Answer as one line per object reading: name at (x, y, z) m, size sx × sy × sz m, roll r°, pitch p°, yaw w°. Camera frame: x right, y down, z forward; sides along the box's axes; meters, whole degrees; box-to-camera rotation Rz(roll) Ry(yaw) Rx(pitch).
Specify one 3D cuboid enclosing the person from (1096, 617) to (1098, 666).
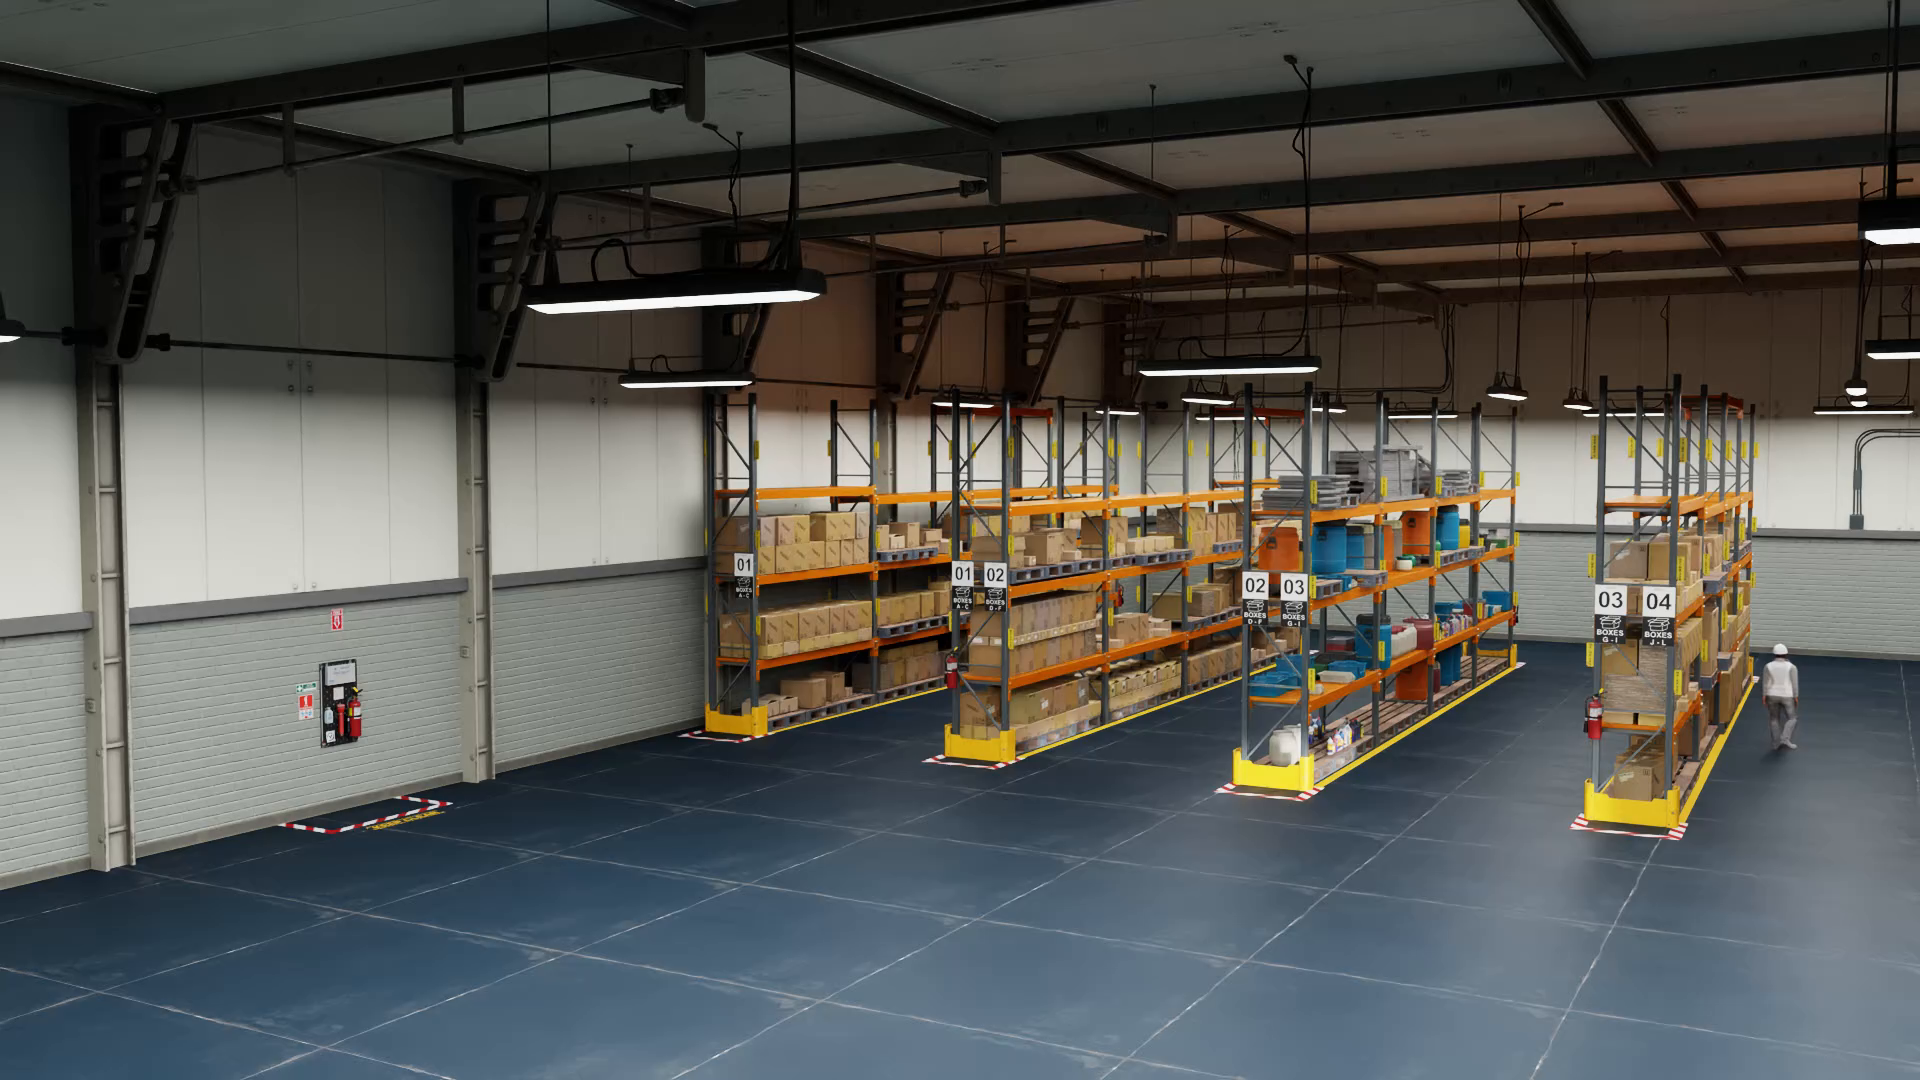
person at (2.780, 2.078, 36.108) m, size 0.488 × 1.393 × 1.077 m, roll 1°, pitch 3°, yaw 23°

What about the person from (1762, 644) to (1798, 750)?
person at (13.694, 2.623, 27.762) m, size 0.572 × 1.773 × 0.535 m, roll 2°, pitch 4°, yaw 35°
